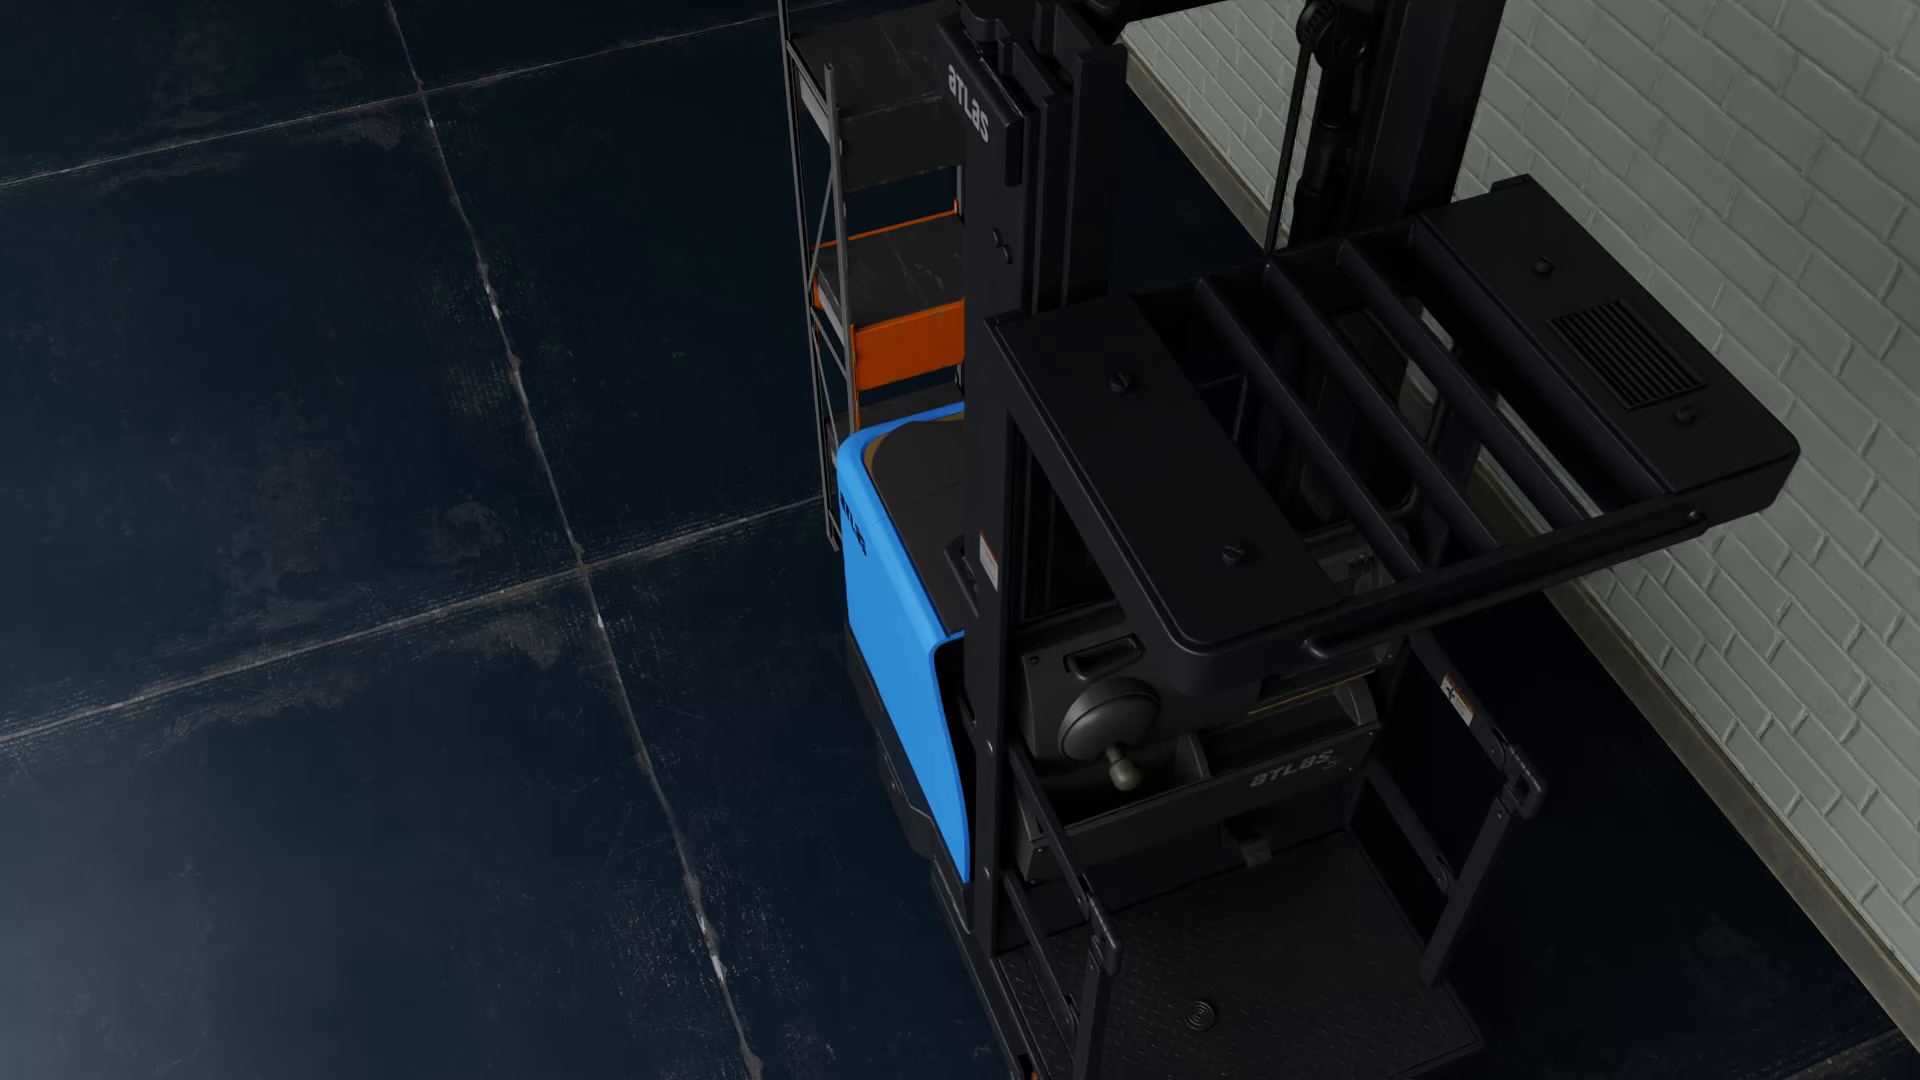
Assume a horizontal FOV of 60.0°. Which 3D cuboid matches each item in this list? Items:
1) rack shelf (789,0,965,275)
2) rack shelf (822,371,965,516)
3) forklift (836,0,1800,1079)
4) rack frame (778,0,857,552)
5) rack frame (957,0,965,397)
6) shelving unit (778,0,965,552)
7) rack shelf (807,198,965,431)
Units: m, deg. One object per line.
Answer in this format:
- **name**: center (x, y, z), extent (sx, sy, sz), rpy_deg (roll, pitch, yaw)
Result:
- **rack shelf**: center (-0.153, -1.084, 4.392), extent (0.480, 0.518, 0.431), rpy_deg (-17, 52, -14)
- **rack shelf**: center (-0.153, -0.172, 5.454), extent (0.480, 0.518, 0.431), rpy_deg (-17, 52, -14)
- **forklift**: center (0.653, 0.363, 3.506), extent (1.130, 2.935, 3.031), rpy_deg (-17, 51, -14)
- **rack frame**: center (-0.379, -0.567, 4.853), extent (0.015, 2.100, 0.400), rpy_deg (-17, 52, -14)
- **rack frame**: center (0.073, -0.707, 4.973), extent (0.015, 2.100, 0.400), rpy_deg (-17, 52, -14)
- **shelving unit**: center (-0.153, -0.637, 4.913), extent (0.503, 2.100, 0.431), rpy_deg (-17, 52, -14)
- **rack shelf**: center (-0.153, -0.628, 4.923), extent (0.480, 0.518, 0.431), rpy_deg (-17, 52, -14)
